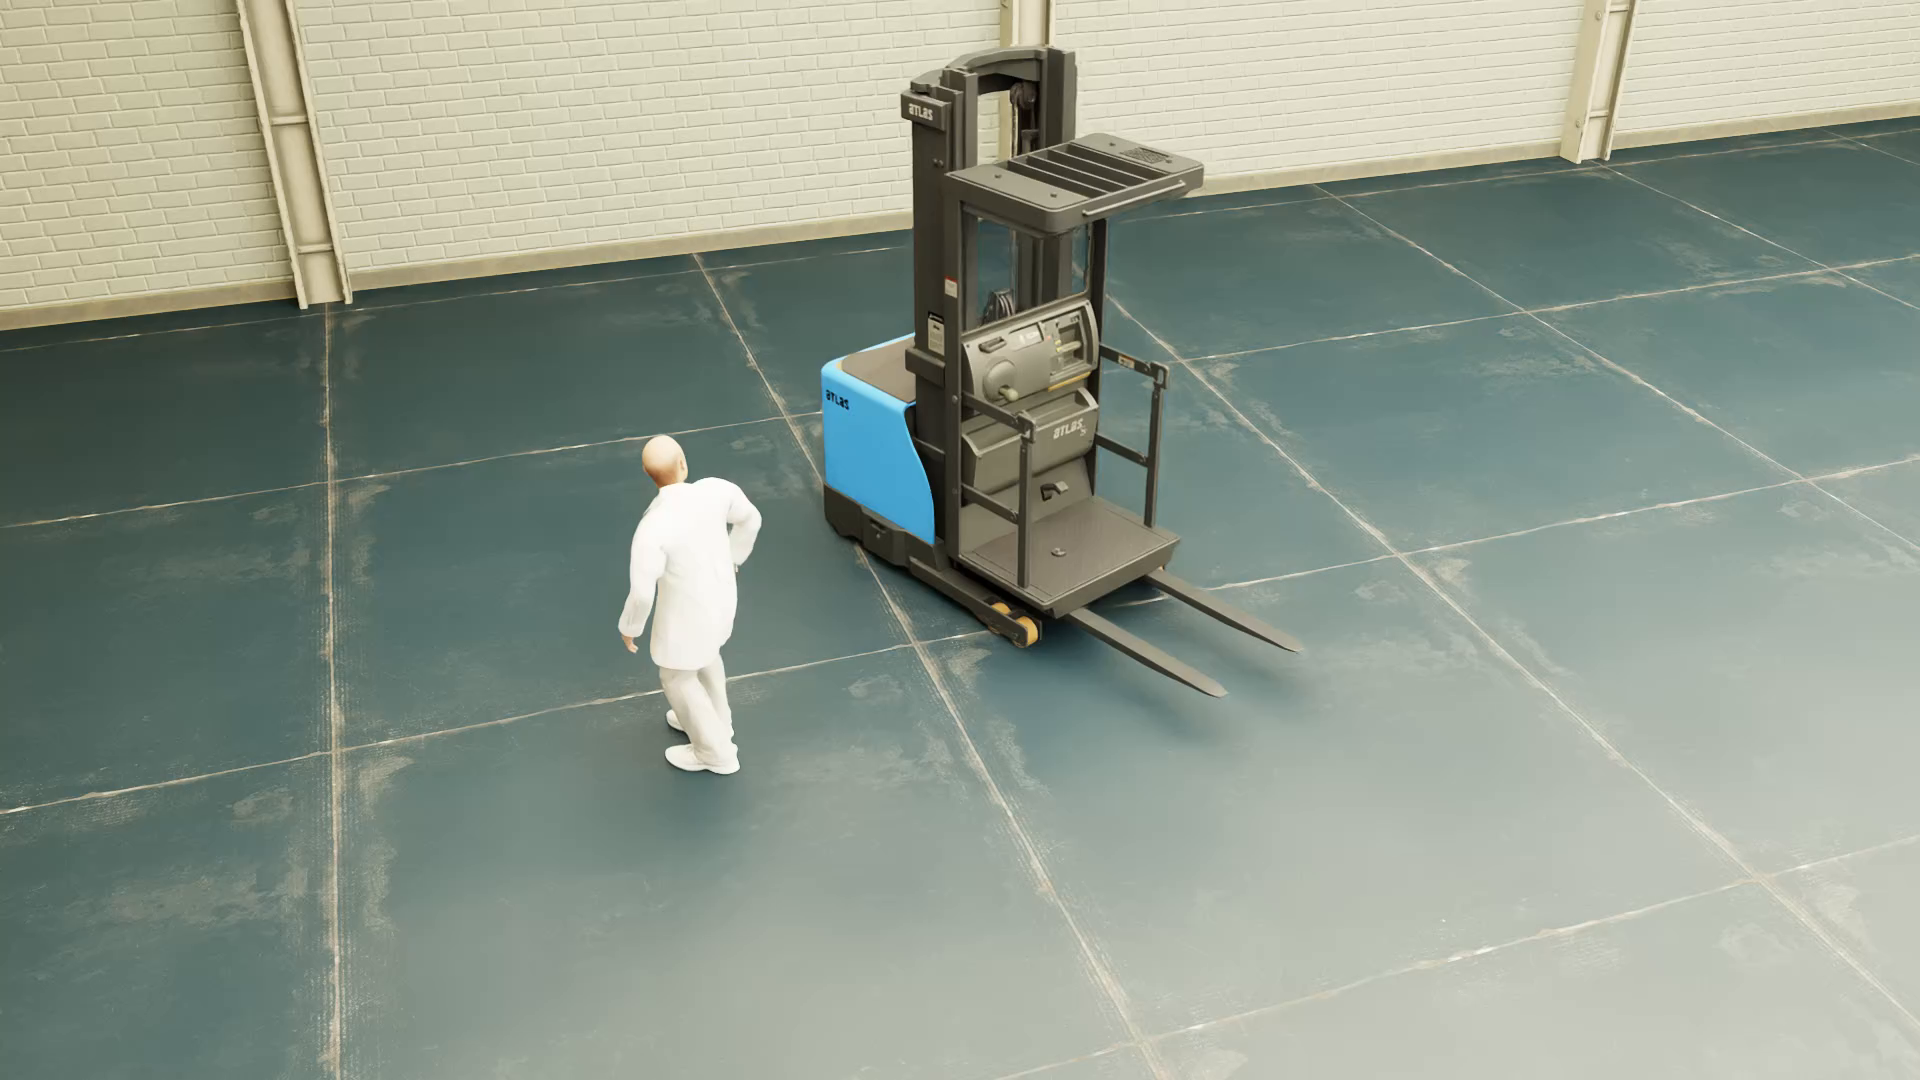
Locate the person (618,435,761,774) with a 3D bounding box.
[{"bbox_3d":[-1.314,0.293,7.758,0.557,1.759,0.799,16,34,26],"label":"person"}]

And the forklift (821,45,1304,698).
[{"bbox_3d":[0.529,-0.973,8.778,1.130,2.935,3.031,-24,38,-35],"label":"forklift"}]
